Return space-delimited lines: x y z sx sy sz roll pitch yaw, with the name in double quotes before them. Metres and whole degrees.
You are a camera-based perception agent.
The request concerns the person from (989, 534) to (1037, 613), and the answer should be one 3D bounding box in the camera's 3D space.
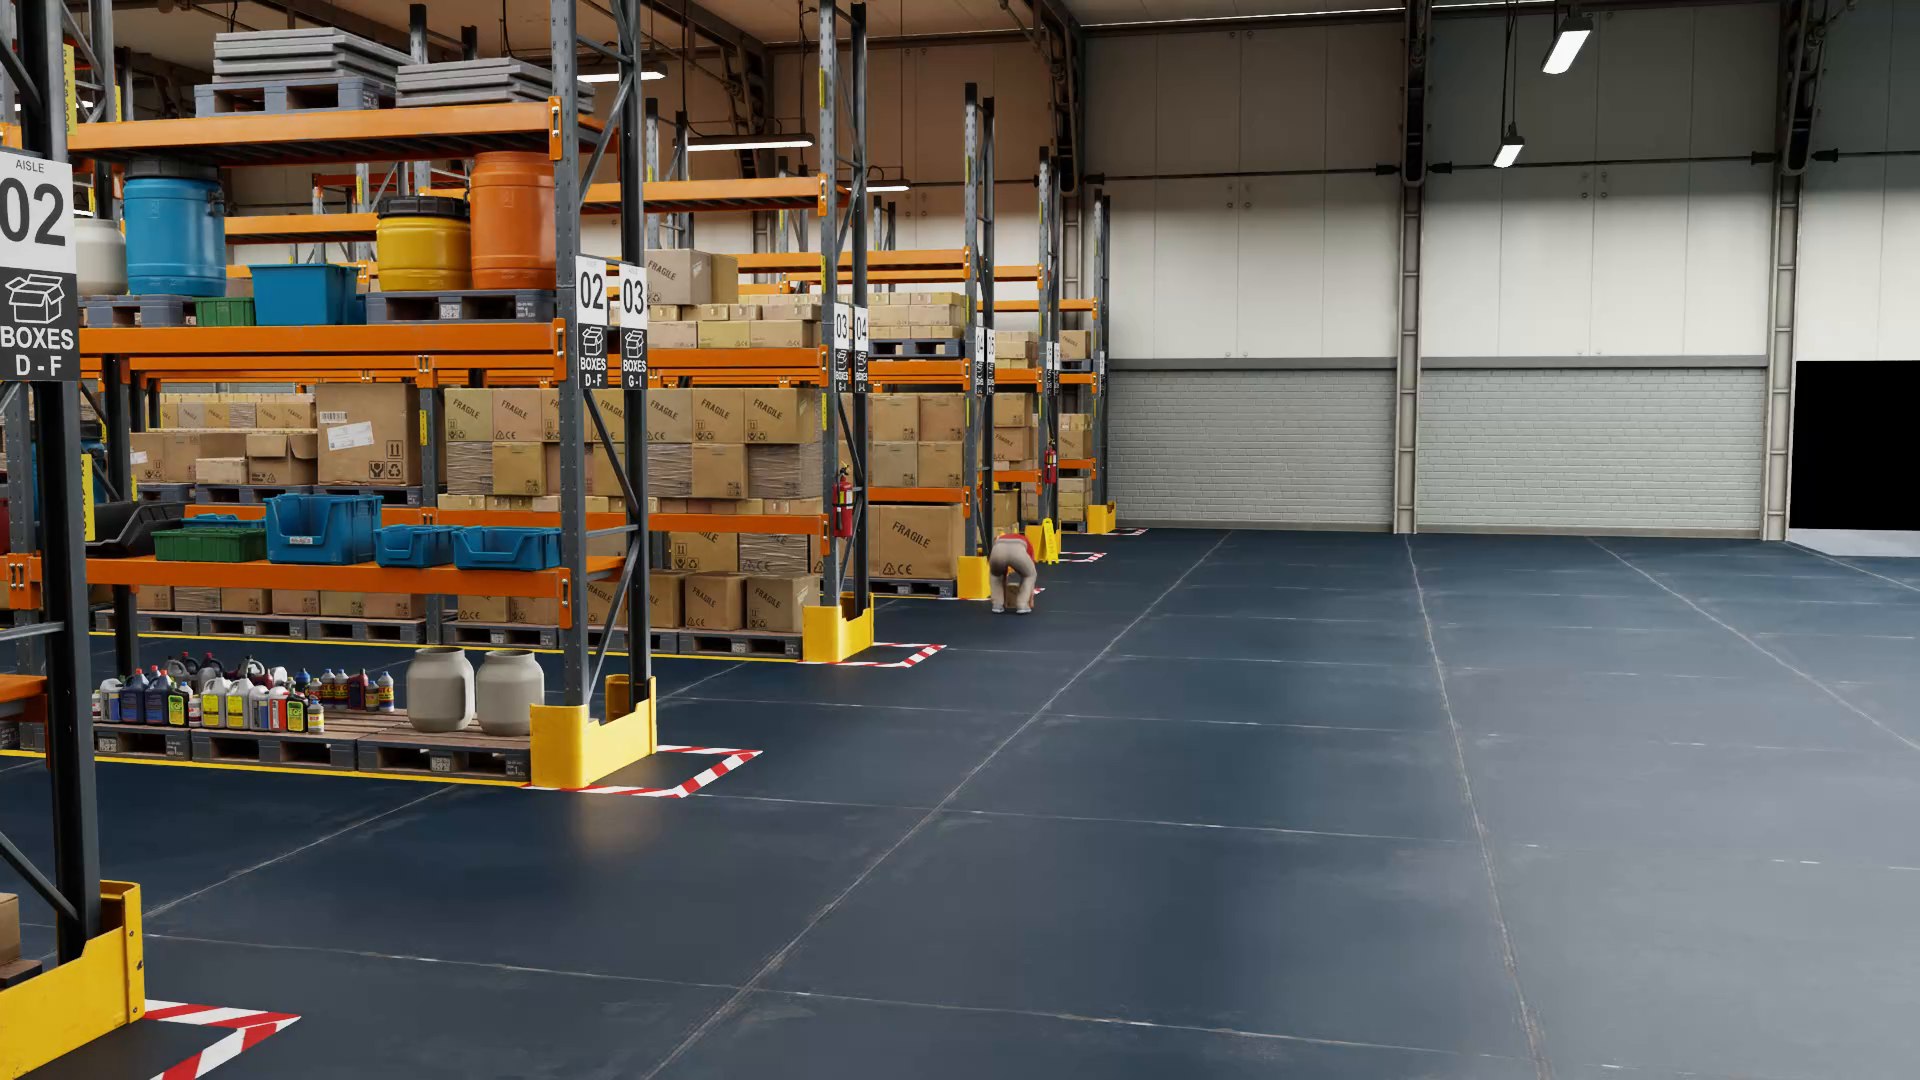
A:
"person" 0.572 0.365 18.434 0.544 0.867 0.782 1 5 11
